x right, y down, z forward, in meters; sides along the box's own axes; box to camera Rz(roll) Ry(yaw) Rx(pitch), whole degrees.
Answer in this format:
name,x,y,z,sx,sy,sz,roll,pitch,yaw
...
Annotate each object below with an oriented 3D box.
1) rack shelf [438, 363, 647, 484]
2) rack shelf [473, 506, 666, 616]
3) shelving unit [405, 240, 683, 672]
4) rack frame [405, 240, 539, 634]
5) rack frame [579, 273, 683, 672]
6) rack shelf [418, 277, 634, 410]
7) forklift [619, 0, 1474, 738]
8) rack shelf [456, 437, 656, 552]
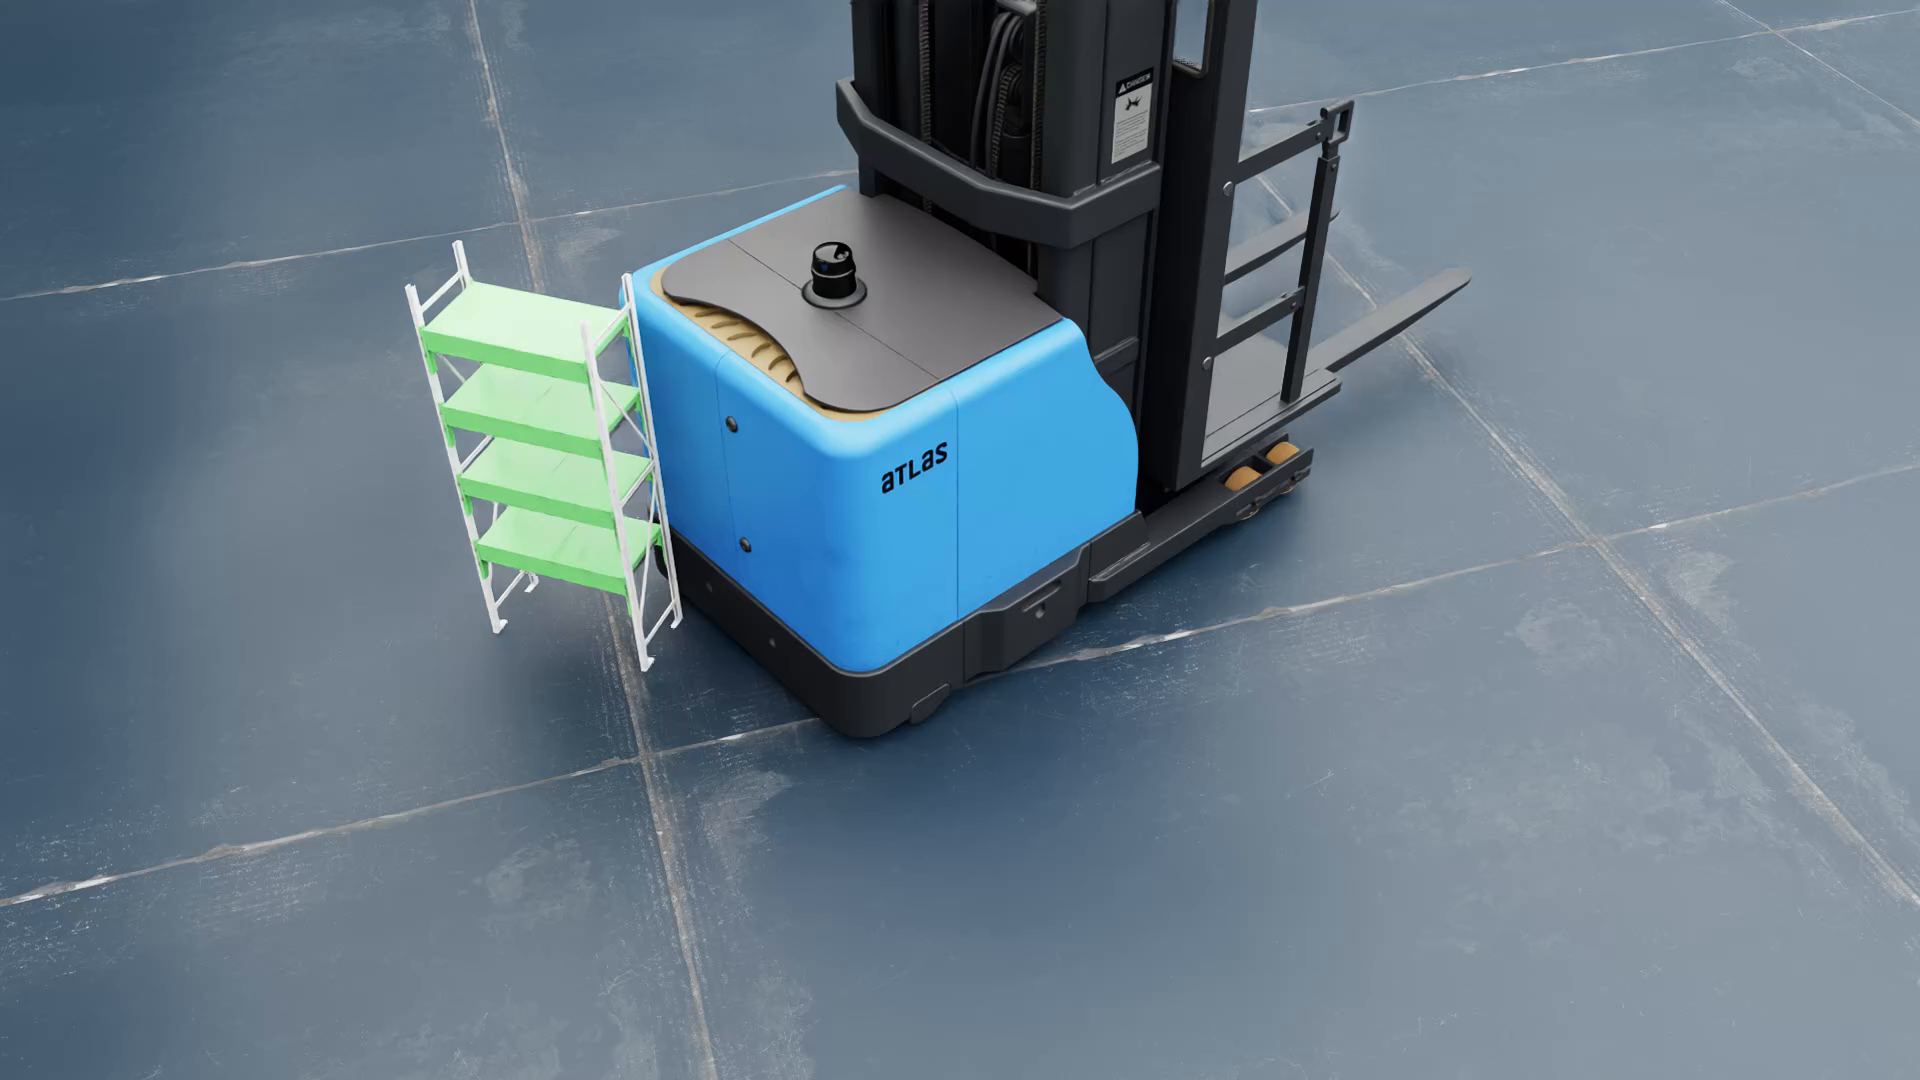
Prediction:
name,x,y,z,sx,sy,sz,roll,pitch,yaw
rack shelf,-1.107,-0.330,4.448,0.480,0.148,0.258,13,43,14
rack shelf,-1.107,0.031,4.764,0.480,0.148,0.258,13,43,14
shelving unit,-1.107,-0.198,4.564,0.503,1.200,0.258,13,43,14
rack frame,-1.338,-0.250,4.624,0.015,1.200,0.240,13,43,14
rack frame,-0.876,-0.145,4.505,0.015,1.200,0.240,13,43,14
rack shelf,-1.107,-0.511,4.290,0.480,0.148,0.258,13,43,14
forklift,0.509,-1.402,4.627,3.031,2.935,1.130,-30,49,-30
rack shelf,-1.107,-0.149,4.606,0.480,0.148,0.258,13,43,14
